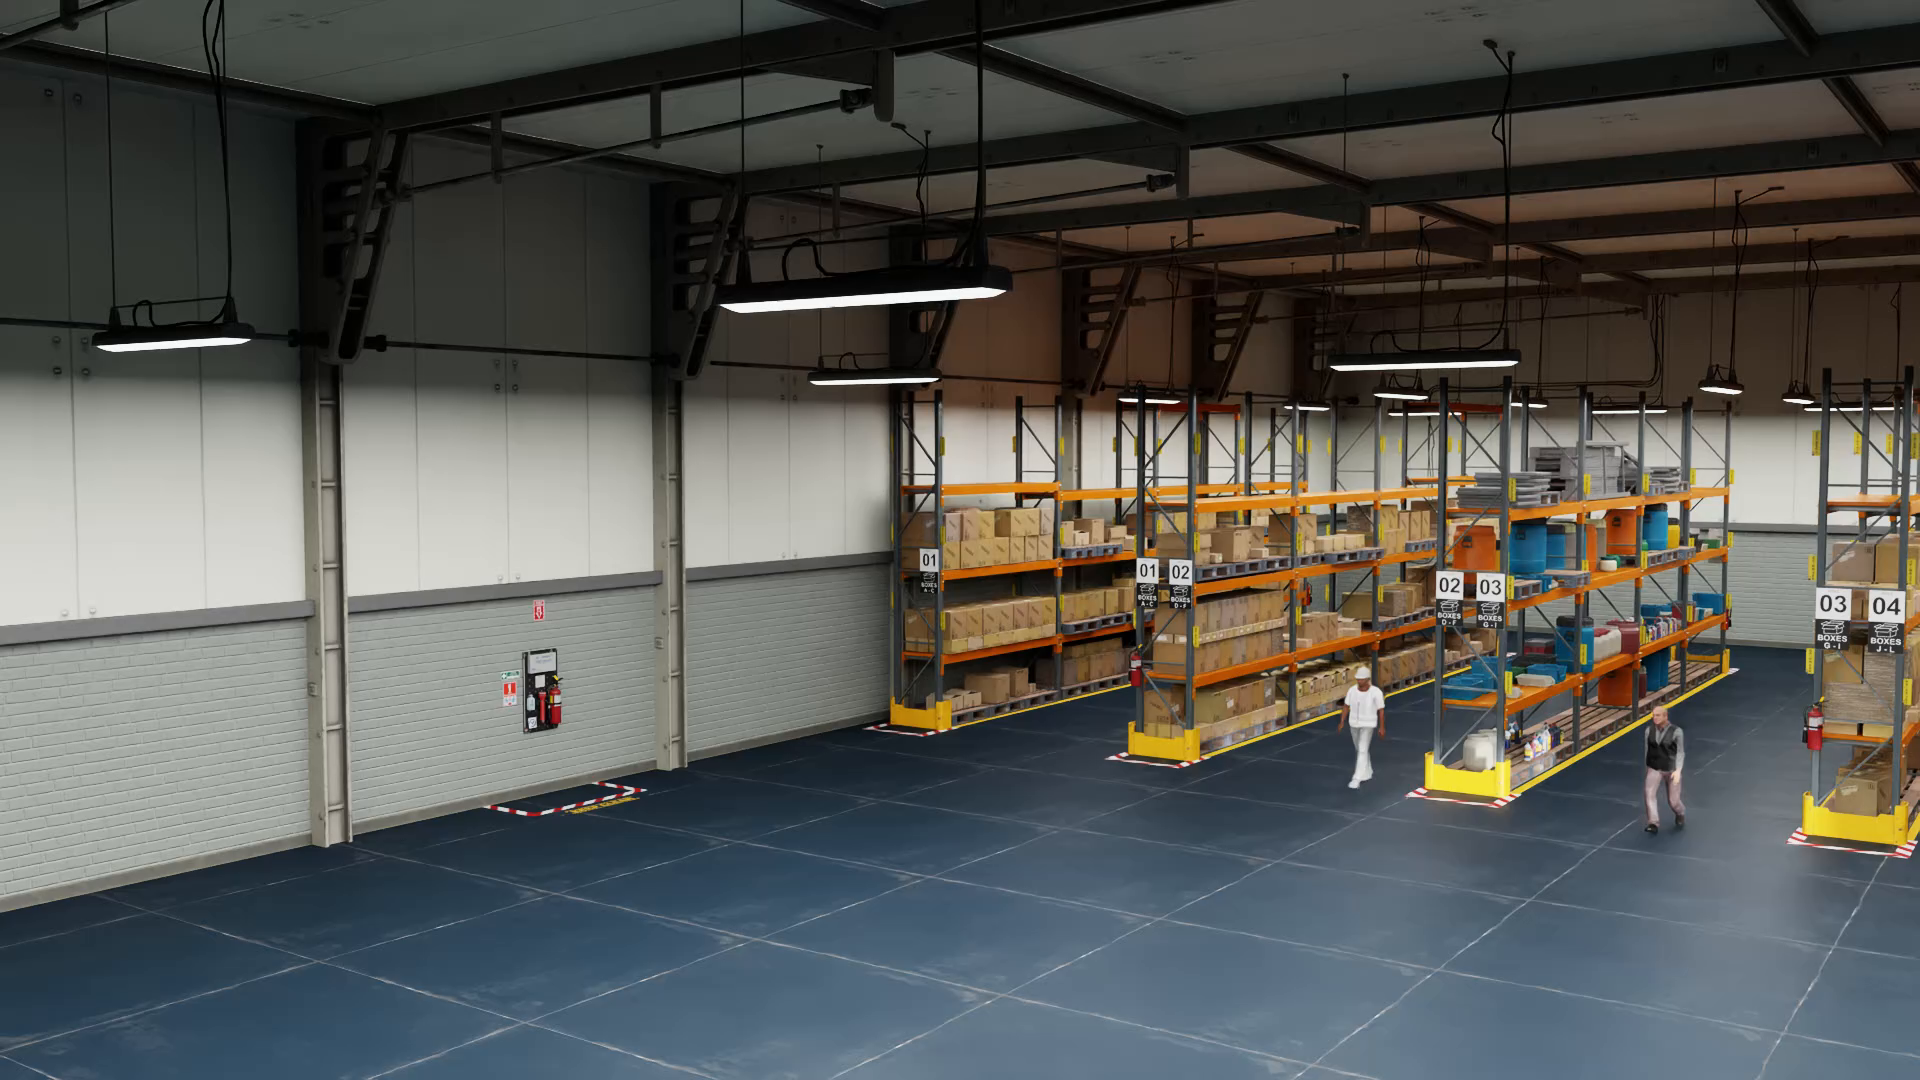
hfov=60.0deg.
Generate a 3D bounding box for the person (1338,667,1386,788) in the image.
[{"bbox_3d":[5.891,2.738,24.555,0.932,1.722,0.595,-3,4,-42],"label":"person"}]

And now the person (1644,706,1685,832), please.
[{"bbox_3d":[9.175,2.977,21.698,0.530,1.612,1.018,3,4,40],"label":"person"}]
